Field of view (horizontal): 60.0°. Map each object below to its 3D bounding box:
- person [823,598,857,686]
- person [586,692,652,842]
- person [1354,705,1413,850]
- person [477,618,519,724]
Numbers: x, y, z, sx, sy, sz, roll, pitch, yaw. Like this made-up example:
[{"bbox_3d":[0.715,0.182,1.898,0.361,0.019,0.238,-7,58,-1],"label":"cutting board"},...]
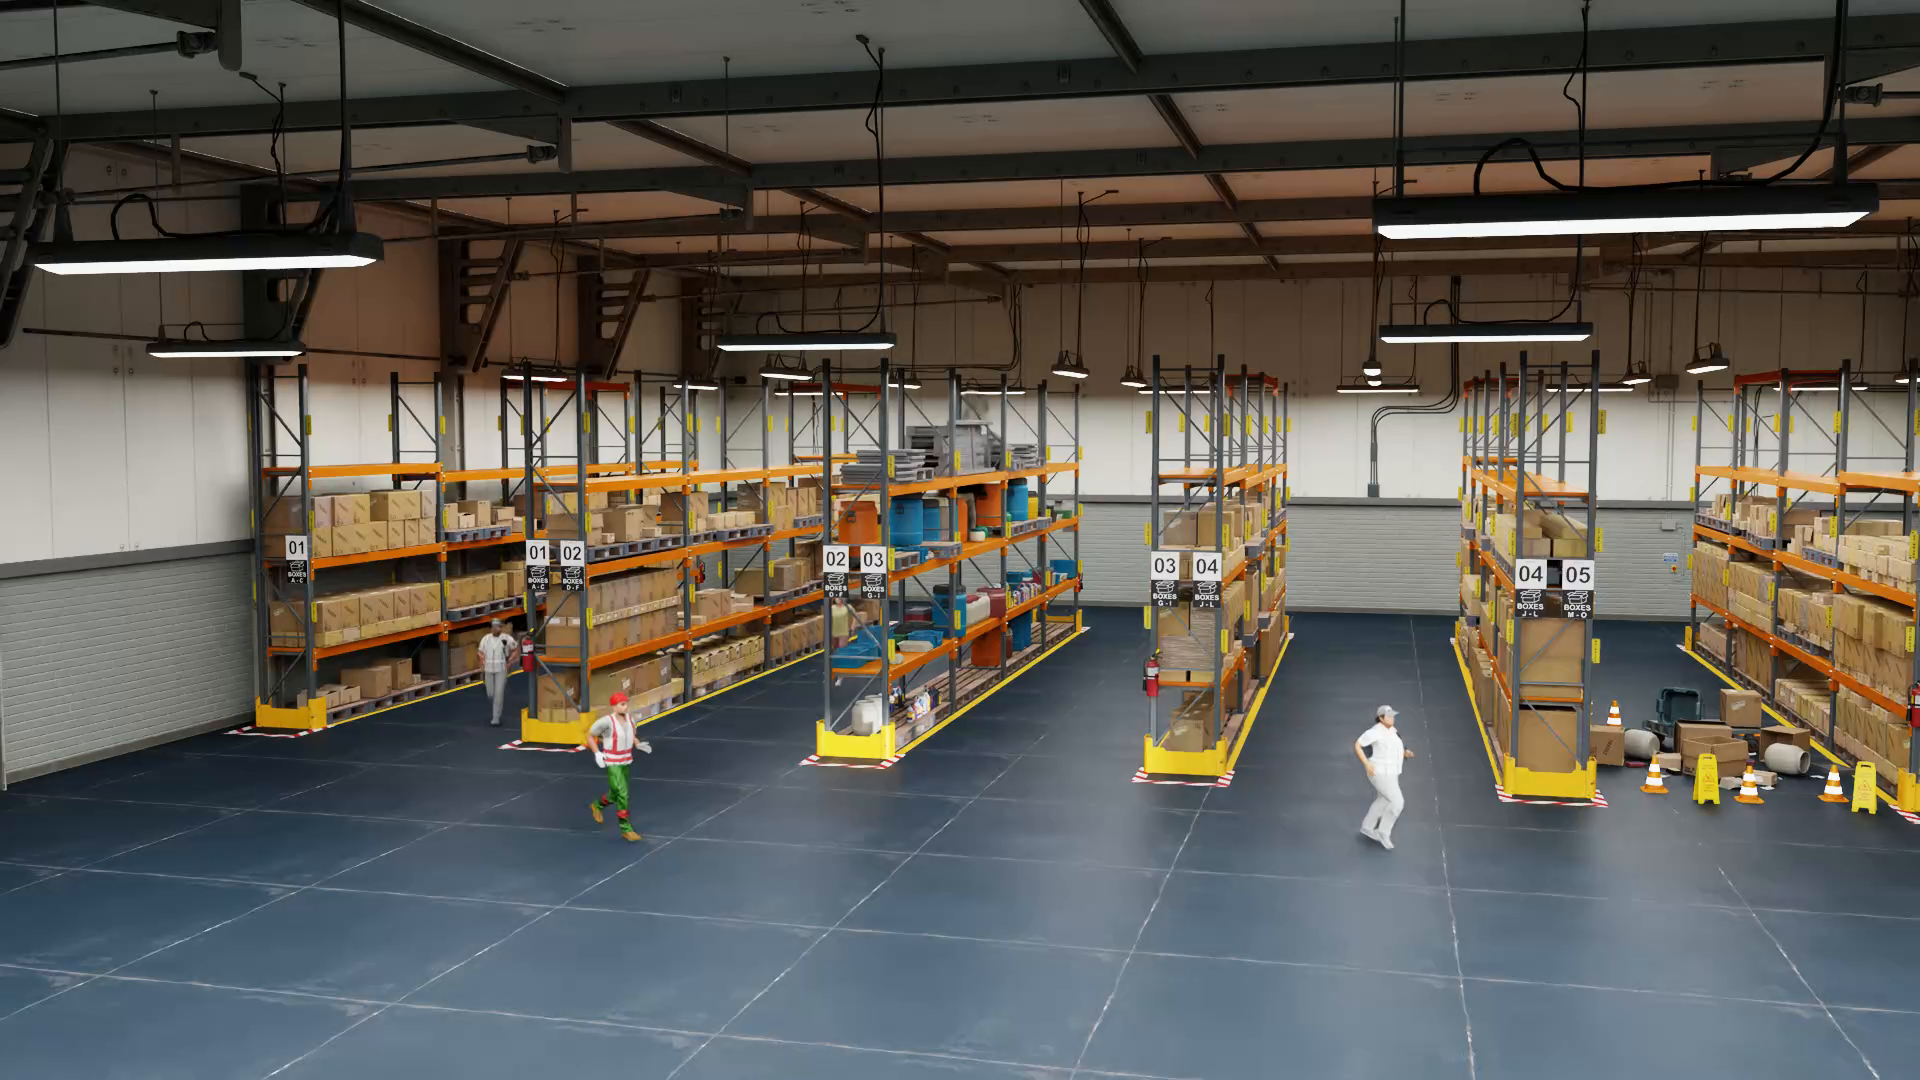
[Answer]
[{"bbox_3d":[-2.198,1.769,30.241,0.568,1.697,0.885,1,4,9],"label":"person"},{"bbox_3d":[-4.217,2.721,20.232,0.953,1.774,0.631,3,5,35],"label":"person"},{"bbox_3d":[5.059,2.817,19.792,0.711,1.708,0.575,3,5,41],"label":"person"},{"bbox_3d":[-7.794,2.174,28.005,0.673,1.754,0.900,0,4,-2],"label":"person"}]
